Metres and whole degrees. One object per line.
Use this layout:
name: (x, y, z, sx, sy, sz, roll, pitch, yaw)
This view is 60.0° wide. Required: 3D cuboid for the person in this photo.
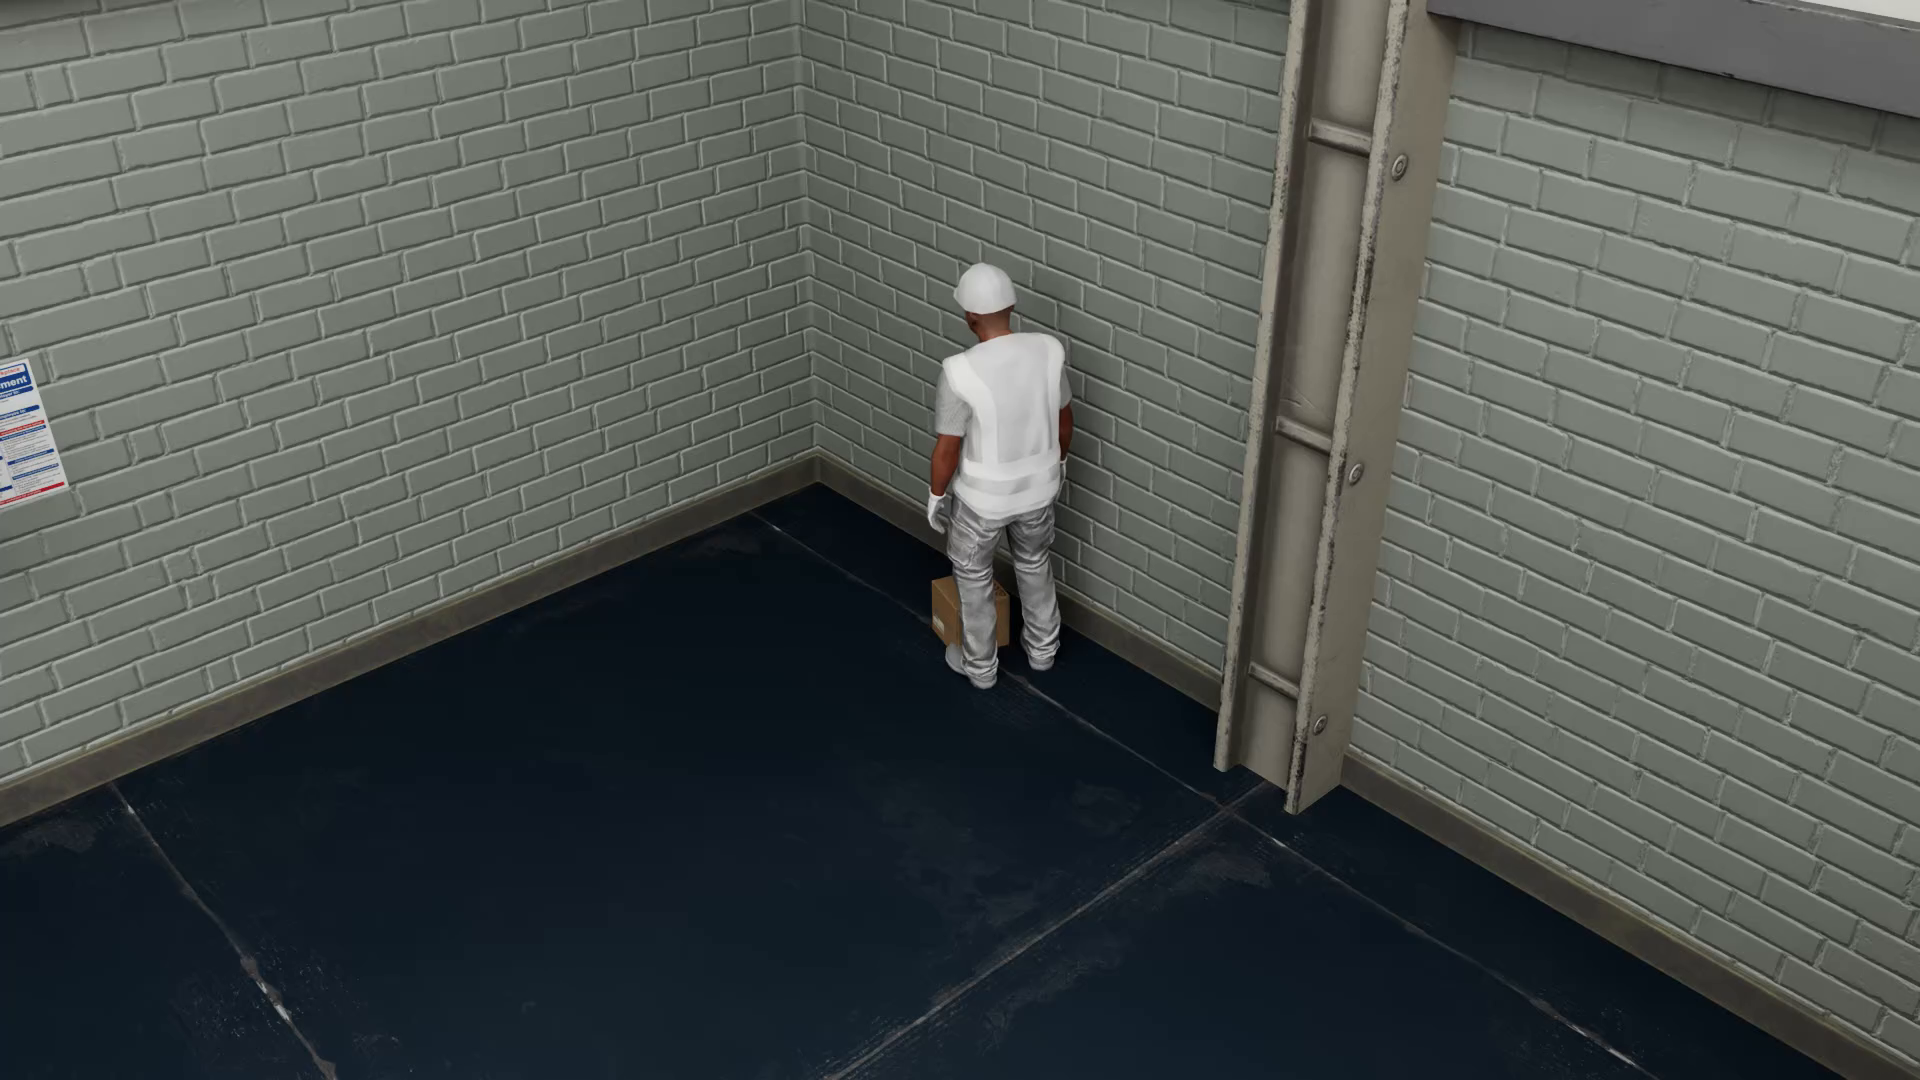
person: (0.149, -0.222, 6.489, 0.626, 1.772, 0.451, -15, 35, -23)
